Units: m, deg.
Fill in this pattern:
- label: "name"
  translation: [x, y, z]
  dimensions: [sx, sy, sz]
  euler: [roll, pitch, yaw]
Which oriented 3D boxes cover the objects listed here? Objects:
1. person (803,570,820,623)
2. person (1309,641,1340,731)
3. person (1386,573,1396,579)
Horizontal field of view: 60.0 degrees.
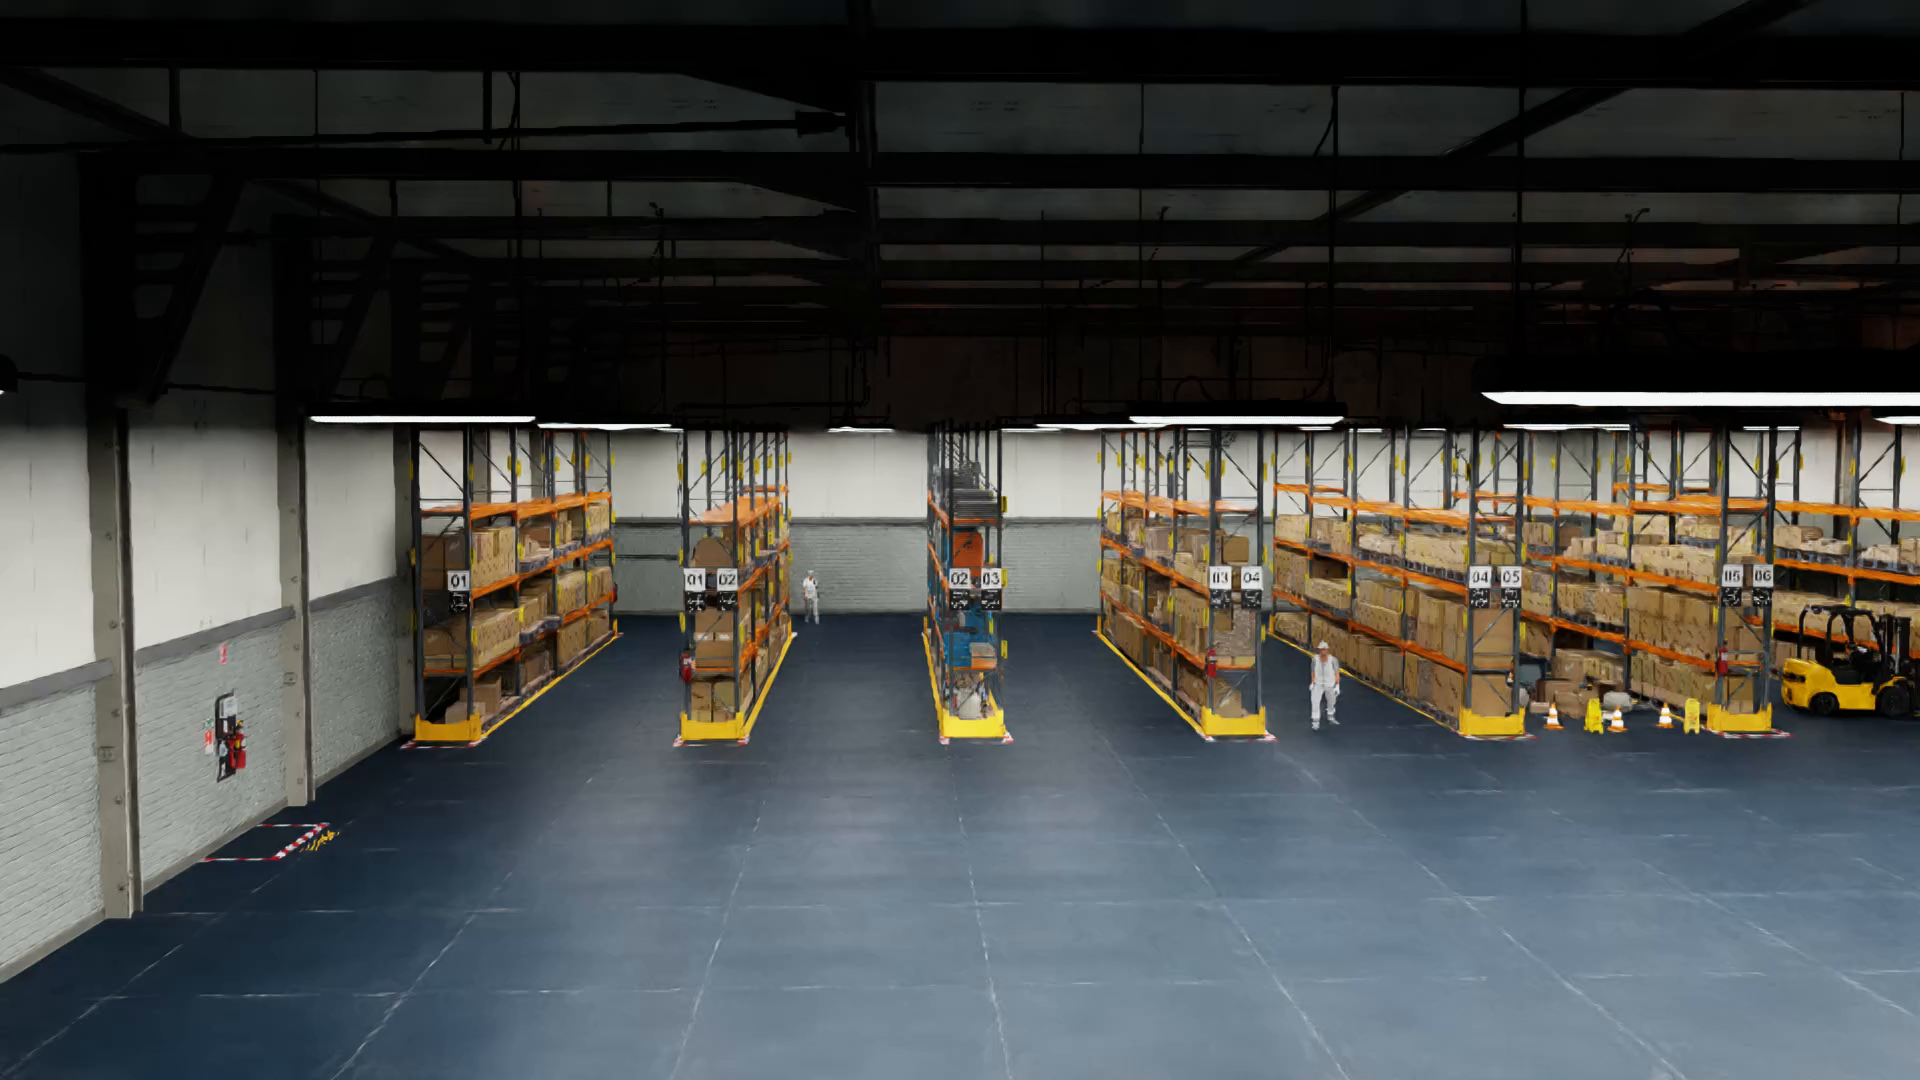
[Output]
- label: "person"
  translation: [-4.500, 1.702, 50.142]
  dimensions: [0.490, 1.597, 0.968]
  euler: [-1, 4, -11]
- label: "person"
  translation: [7.048, 2.806, 32.149]
  dimensions: [0.596, 1.733, 0.987]
  euler: [1, 4, 18]
- label: "person"
  translation: [12.506, 1.740, 48.382]
  dimensions: [0.681, 1.774, 0.699]
  euler: [-2, 4, -26]
